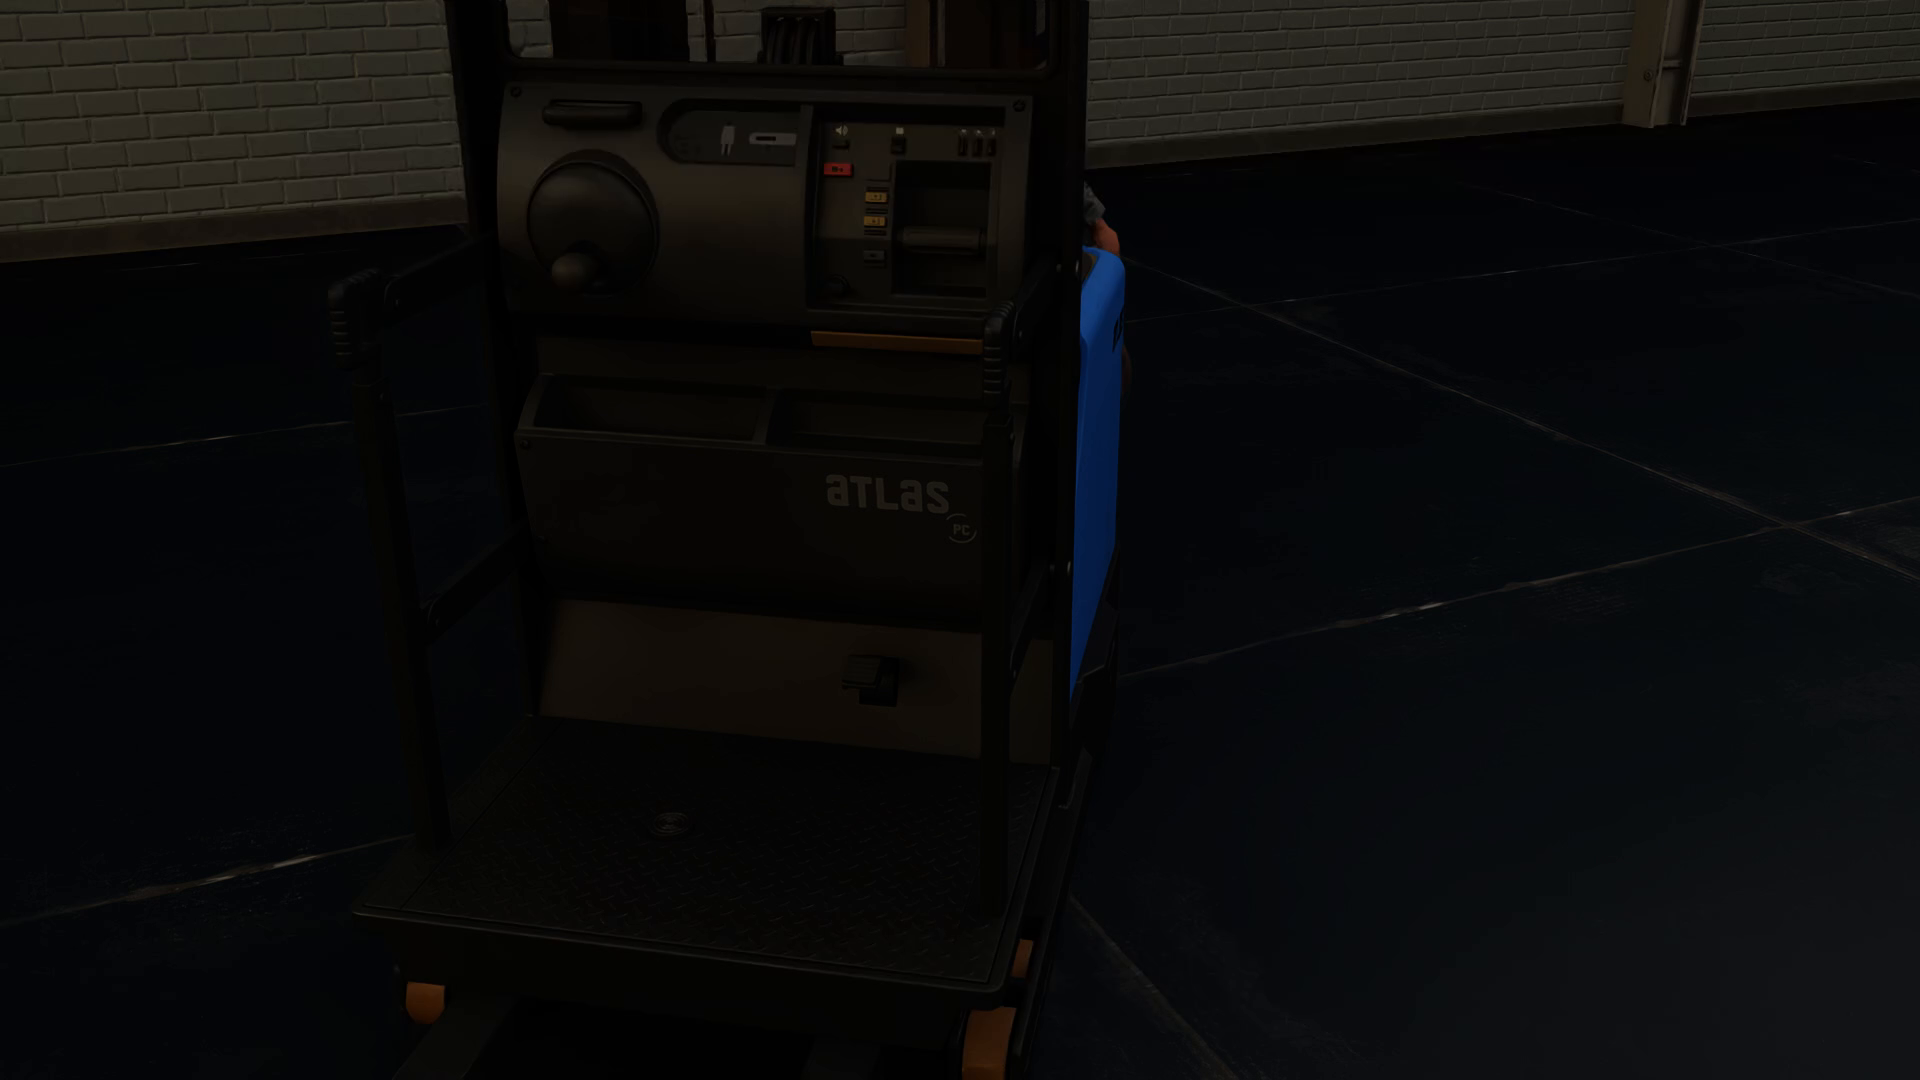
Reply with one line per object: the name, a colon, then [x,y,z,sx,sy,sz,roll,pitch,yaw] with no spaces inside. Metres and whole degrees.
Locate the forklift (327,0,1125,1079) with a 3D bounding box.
forklift: [-0.380,-0.556,2.624,1.130,2.935,3.031,4,23,10]

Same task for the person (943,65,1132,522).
person: [0.234,-0.827,4.993,0.716,1.662,0.930,-13,26,-28]
